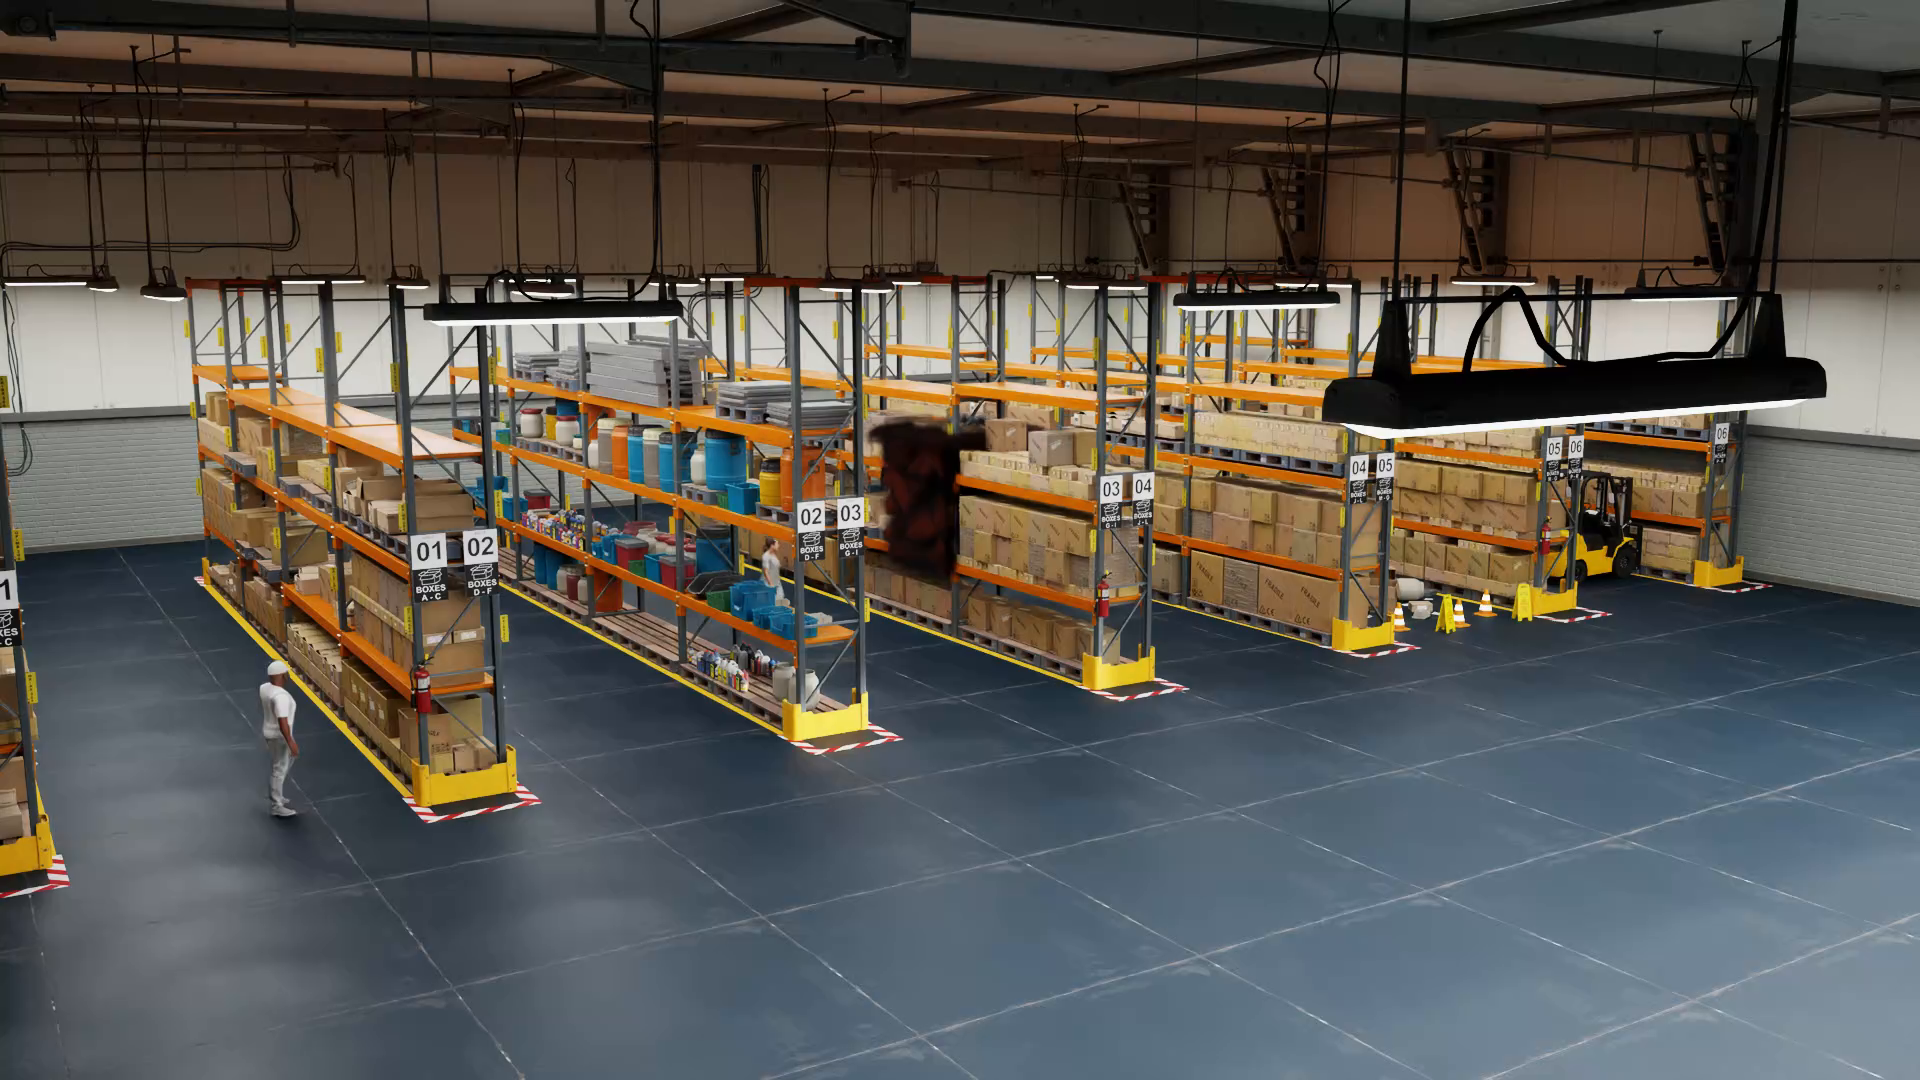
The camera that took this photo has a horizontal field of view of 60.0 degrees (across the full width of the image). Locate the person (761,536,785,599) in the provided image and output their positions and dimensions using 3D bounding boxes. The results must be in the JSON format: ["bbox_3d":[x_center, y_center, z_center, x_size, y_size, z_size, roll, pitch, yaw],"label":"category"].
[{"bbox_3d":[-3.083,0.743,26.938,0.394,1.637,0.965,-8,13,-41],"label":"person"}]

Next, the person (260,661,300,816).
[{"bbox_3d":[-7.860,2.267,19.211,0.397,1.781,0.724,-4,11,-25],"label":"person"}]

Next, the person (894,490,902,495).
[{"bbox_3d":[-1.323,-0.287,35.018,0.474,1.554,0.872,-5,11,-27],"label":"person"}]
